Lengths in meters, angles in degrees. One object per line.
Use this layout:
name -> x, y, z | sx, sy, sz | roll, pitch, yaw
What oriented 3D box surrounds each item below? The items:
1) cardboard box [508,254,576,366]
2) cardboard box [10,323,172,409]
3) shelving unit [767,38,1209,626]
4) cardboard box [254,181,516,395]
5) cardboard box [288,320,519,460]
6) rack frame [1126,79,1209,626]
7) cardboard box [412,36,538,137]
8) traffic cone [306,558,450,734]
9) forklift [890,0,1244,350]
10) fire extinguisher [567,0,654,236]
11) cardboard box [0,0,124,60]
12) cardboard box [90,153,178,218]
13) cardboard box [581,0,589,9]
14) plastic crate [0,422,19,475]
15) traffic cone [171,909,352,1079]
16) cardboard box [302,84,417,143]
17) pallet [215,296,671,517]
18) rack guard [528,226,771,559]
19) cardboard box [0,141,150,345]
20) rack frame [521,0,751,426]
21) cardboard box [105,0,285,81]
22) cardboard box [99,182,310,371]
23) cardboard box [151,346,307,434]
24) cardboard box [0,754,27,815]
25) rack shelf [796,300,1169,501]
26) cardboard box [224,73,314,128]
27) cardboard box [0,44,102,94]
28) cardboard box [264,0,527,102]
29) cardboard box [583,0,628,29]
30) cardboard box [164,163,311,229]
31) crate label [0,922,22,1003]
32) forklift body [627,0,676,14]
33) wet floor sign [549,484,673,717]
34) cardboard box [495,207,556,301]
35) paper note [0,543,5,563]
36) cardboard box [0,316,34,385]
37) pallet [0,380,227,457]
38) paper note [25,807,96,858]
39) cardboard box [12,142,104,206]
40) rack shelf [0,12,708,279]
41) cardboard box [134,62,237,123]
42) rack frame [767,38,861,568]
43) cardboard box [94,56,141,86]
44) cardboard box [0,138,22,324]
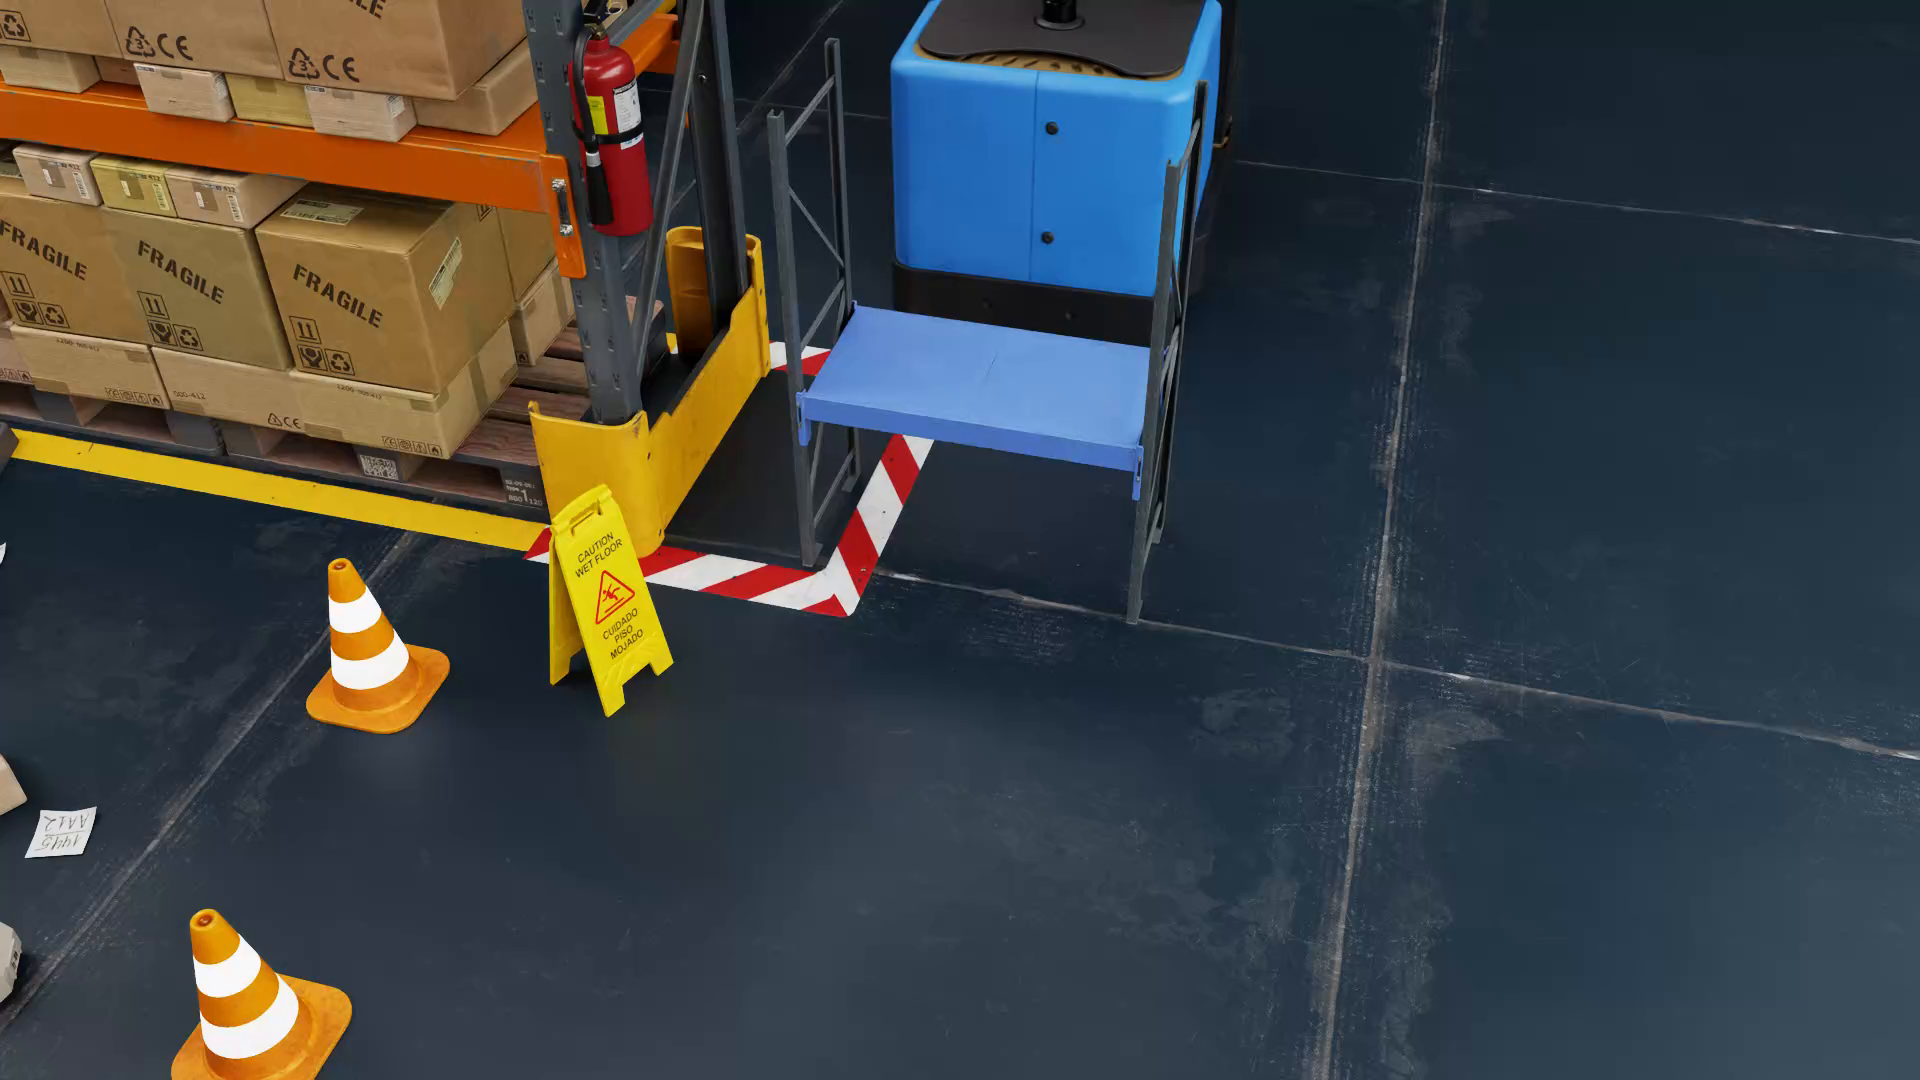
cardboard box -> -1.617, -0.873, 5.769 | 0.500, 0.250, 0.500 | 9, 41, 11
cardboard box -> -2.765, -0.709, 5.573 | 0.500, 0.250, 0.500 | 8, 41, 10
shelving unit -> 0.082, -0.560, 4.751 | 1.048, 1.500, 0.538 | 10, 41, 11
cardboard box -> -1.751, -0.826, 5.129 | 0.500, 0.500, 0.500 | 10, 41, 12
cardboard box -> -1.783, -0.539, 5.370 | 0.500, 0.250, 0.500 | 10, 41, 11
rack frame -> 0.573, -0.476, 4.650 | 0.032, 1.500, 0.500 | 10, 41, 11
cardboard box -> -1.326, -1.292, 4.652 | 0.250, 0.149, 0.380 | 11, 41, 13
traffic cone -> -1.658, 0.242, 4.602 | 0.334, 0.463, 0.336 | 10, 41, 11
forklift -> 0.592, -2.728, 6.219 | 1.130, 2.935, 3.031 | 9, 41, 10
fire extinguisher -> -0.918, -1.124, 4.317 | 0.183, 0.674, 0.296 | 10, 41, 11
cardboard box -> -2.470, -1.702, 4.635 | 0.500, 0.500, 0.500 | 10, 41, 11
cardboard box -> -2.365, -1.137, 4.996 | 0.250, 0.149, 0.380 | 10, 41, 12
cardboard box -> -1.295, -1.863, 4.826 | 0.500, 0.500, 0.500 | 9, 41, 11
plastic crate -> -3.469, -0.236, 5.469 | 0.583, 0.080, 0.402 | -3, 40, -4
traffic cone -> -1.617, 0.988, 3.714 | 0.334, 0.463, 0.336 | 10, 41, 11
cardboard box -> -1.599, -1.266, 4.620 | 0.250, 0.149, 0.380 | 9, 41, 11
pallet -> -1.758, -0.561, 5.754 | 1.213, 0.211, 1.003 | 10, 41, 11
rack guard -> -0.983, -0.515, 5.474 | 0.348, 0.500, 1.175 | 10, 41, 11
cardboard box -> -2.741, -0.999, 5.335 | 0.500, 0.500, 0.500 | 9, 41, 10
rack frame -> -0.909, -1.459, 4.655 | 0.127, 3.000, 1.000 | 10, 41, 11
cardboard box -> -1.987, -1.617, 4.534 | 0.500, 0.500, 0.500 | 10, 41, 12
cardboard box -> -2.256, -0.910, 5.230 | 0.500, 0.500, 0.500 | 11, 41, 13
cardboard box -> -2.258, -0.626, 5.474 | 0.500, 0.250, 0.500 | 10, 41, 12
cardboard box -> -2.697, 0.669, 4.337 | 0.250, 0.149, 0.380 | 33, 50, 33
rack shelf -> 0.082, -0.422, 4.866 | 1.000, 0.185, 0.538 | 10, 41, 11
cardboard box -> -1.841, -1.322, 4.687 | 0.250, 0.149, 0.380 | 9, 41, 11
cardboard box -> -2.580, -1.462, 4.853 | 0.250, 0.149, 0.380 | 9, 41, 11
cardboard box -> -1.505, -1.531, 4.431 | 0.500, 0.500, 0.500 | 9, 41, 11
cardboard box -> -1.184, -1.548, 4.957 | 0.250, 0.149, 0.380 | 10, 41, 12
cardboard box -> -2.123, -1.093, 4.943 | 0.250, 0.149, 0.380 | 11, 41, 13
crate label -> -2.392, 1.021, 3.928 | 0.298, 0.136, 0.250 | -10, 41, -11
forklift body -> -1.933, -3.401, 7.627 | 1.214, 2.155, 2.313 | 10, 41, 11
wet floor sign -> -1.002, 0.138, 4.583 | 0.232, 0.644, 0.267 | 24, 46, 26
cardboard box -> -1.640, -1.164, 5.532 | 0.500, 0.500, 0.500 | 8, 41, 10
paper note -> -3.048, 0.065, 5.149 | 0.148, 0.019, 0.142 | -3, 40, -4
cardboard box -> -3.241, -0.798, 5.679 | 0.500, 0.250, 0.500 | 9, 41, 11
pallet -> -2.933, -0.765, 5.997 | 1.213, 0.211, 1.003 | 10, 41, 11
paper note -> -2.337, 0.757, 4.325 | 0.142, 0.019, 0.148 | -3, 40, -4
cardboard box -> -2.619, -1.182, 5.049 | 0.250, 0.149, 0.380 | 11, 41, 13
rack shelf -> -2.841, -1.516, 5.283 | 4.000, 0.370, 1.077 | 10, 41, 11
cardboard box -> -2.098, -1.346, 4.715 | 0.250, 0.149, 0.380 | 10, 41, 12
rack frame -> -0.409, -0.645, 4.851 | 0.032, 1.500, 0.500 | 10, 41, 11
cardboard box -> -2.309, -1.476, 4.870 | 0.250, 0.149, 0.380 | 10, 41, 12
cardboard box -> -3.253, -1.085, 5.438 | 0.500, 0.500, 0.500 | 12, 41, 14
